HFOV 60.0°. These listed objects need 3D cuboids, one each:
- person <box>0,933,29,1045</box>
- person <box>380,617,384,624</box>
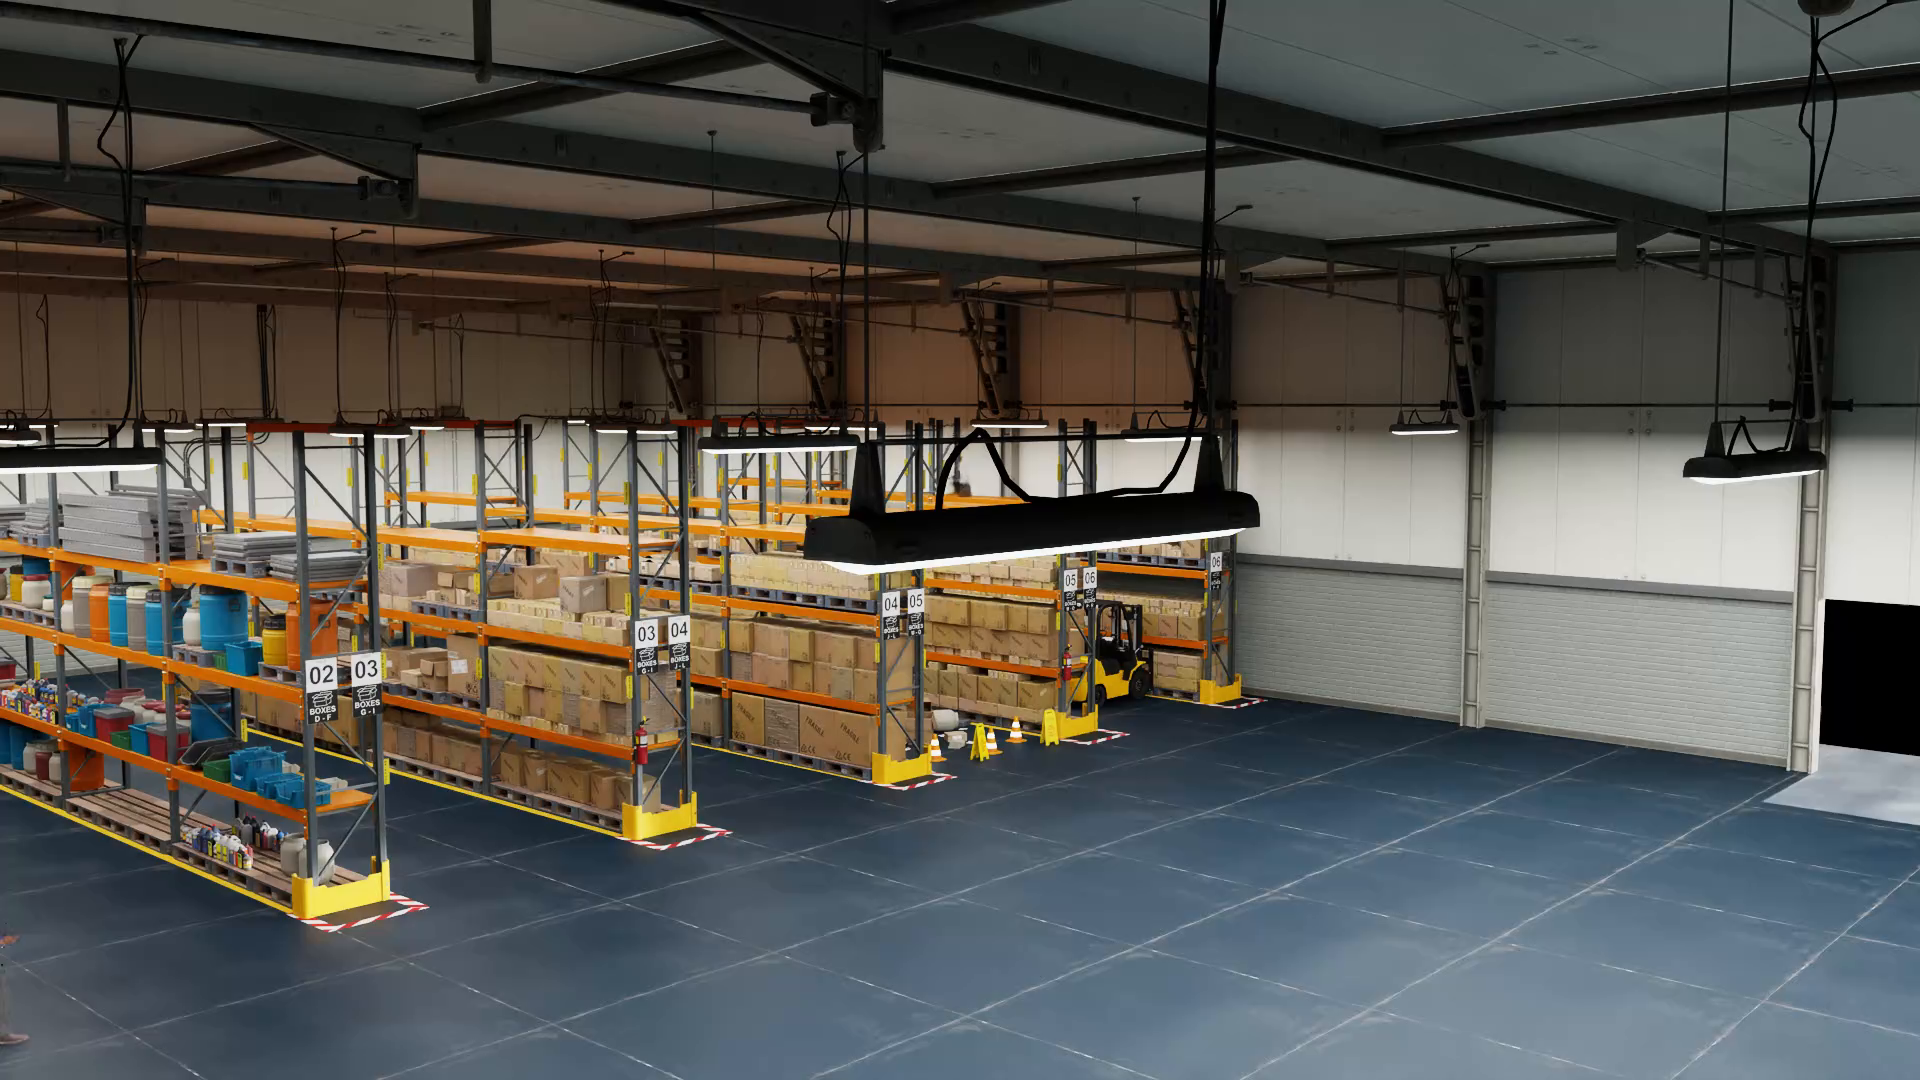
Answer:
[{"bbox_3d":[-9.621,4.170,16.268,0.841,1.626,0.582,-2,5,-23],"label":"person"},{"bbox_3d":[-13.797,2.284,39.256,0.598,1.686,0.746,4,6,40],"label":"person"}]
